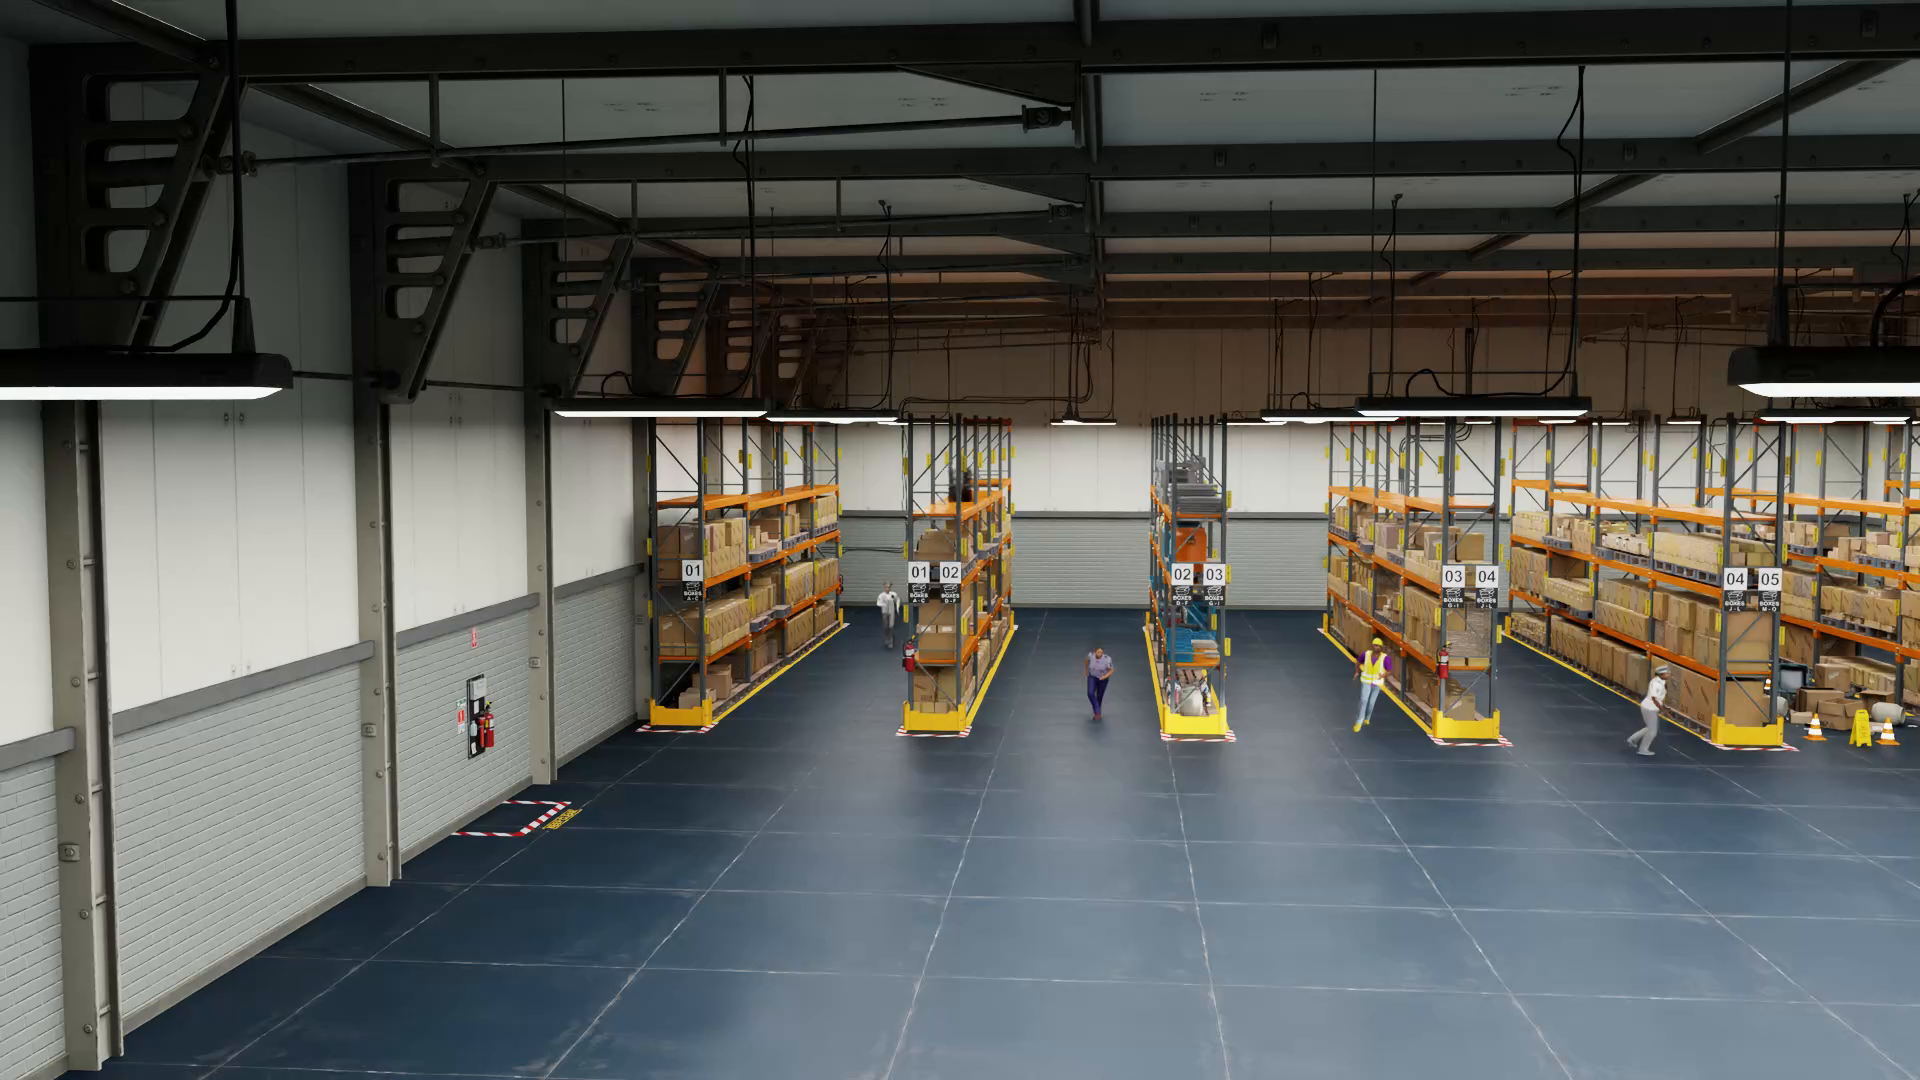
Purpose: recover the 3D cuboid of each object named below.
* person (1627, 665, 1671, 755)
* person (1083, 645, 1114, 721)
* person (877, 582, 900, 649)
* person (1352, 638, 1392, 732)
[{"bbox_3d":[12.067,2.969,29.102,0.745,1.593,0.550,2,4,31],"label":"person"},{"bbox_3d":[2.734,2.762,32.785,0.612,1.481,0.992,1,4,8],"label":"person"},{"bbox_3d":[-1.877,1.954,43.470,0.572,1.745,0.831,0,4,2],"label":"person"},{"bbox_3d":[7.789,2.708,31.452,0.735,1.732,0.873,1,4,10],"label":"person"}]
